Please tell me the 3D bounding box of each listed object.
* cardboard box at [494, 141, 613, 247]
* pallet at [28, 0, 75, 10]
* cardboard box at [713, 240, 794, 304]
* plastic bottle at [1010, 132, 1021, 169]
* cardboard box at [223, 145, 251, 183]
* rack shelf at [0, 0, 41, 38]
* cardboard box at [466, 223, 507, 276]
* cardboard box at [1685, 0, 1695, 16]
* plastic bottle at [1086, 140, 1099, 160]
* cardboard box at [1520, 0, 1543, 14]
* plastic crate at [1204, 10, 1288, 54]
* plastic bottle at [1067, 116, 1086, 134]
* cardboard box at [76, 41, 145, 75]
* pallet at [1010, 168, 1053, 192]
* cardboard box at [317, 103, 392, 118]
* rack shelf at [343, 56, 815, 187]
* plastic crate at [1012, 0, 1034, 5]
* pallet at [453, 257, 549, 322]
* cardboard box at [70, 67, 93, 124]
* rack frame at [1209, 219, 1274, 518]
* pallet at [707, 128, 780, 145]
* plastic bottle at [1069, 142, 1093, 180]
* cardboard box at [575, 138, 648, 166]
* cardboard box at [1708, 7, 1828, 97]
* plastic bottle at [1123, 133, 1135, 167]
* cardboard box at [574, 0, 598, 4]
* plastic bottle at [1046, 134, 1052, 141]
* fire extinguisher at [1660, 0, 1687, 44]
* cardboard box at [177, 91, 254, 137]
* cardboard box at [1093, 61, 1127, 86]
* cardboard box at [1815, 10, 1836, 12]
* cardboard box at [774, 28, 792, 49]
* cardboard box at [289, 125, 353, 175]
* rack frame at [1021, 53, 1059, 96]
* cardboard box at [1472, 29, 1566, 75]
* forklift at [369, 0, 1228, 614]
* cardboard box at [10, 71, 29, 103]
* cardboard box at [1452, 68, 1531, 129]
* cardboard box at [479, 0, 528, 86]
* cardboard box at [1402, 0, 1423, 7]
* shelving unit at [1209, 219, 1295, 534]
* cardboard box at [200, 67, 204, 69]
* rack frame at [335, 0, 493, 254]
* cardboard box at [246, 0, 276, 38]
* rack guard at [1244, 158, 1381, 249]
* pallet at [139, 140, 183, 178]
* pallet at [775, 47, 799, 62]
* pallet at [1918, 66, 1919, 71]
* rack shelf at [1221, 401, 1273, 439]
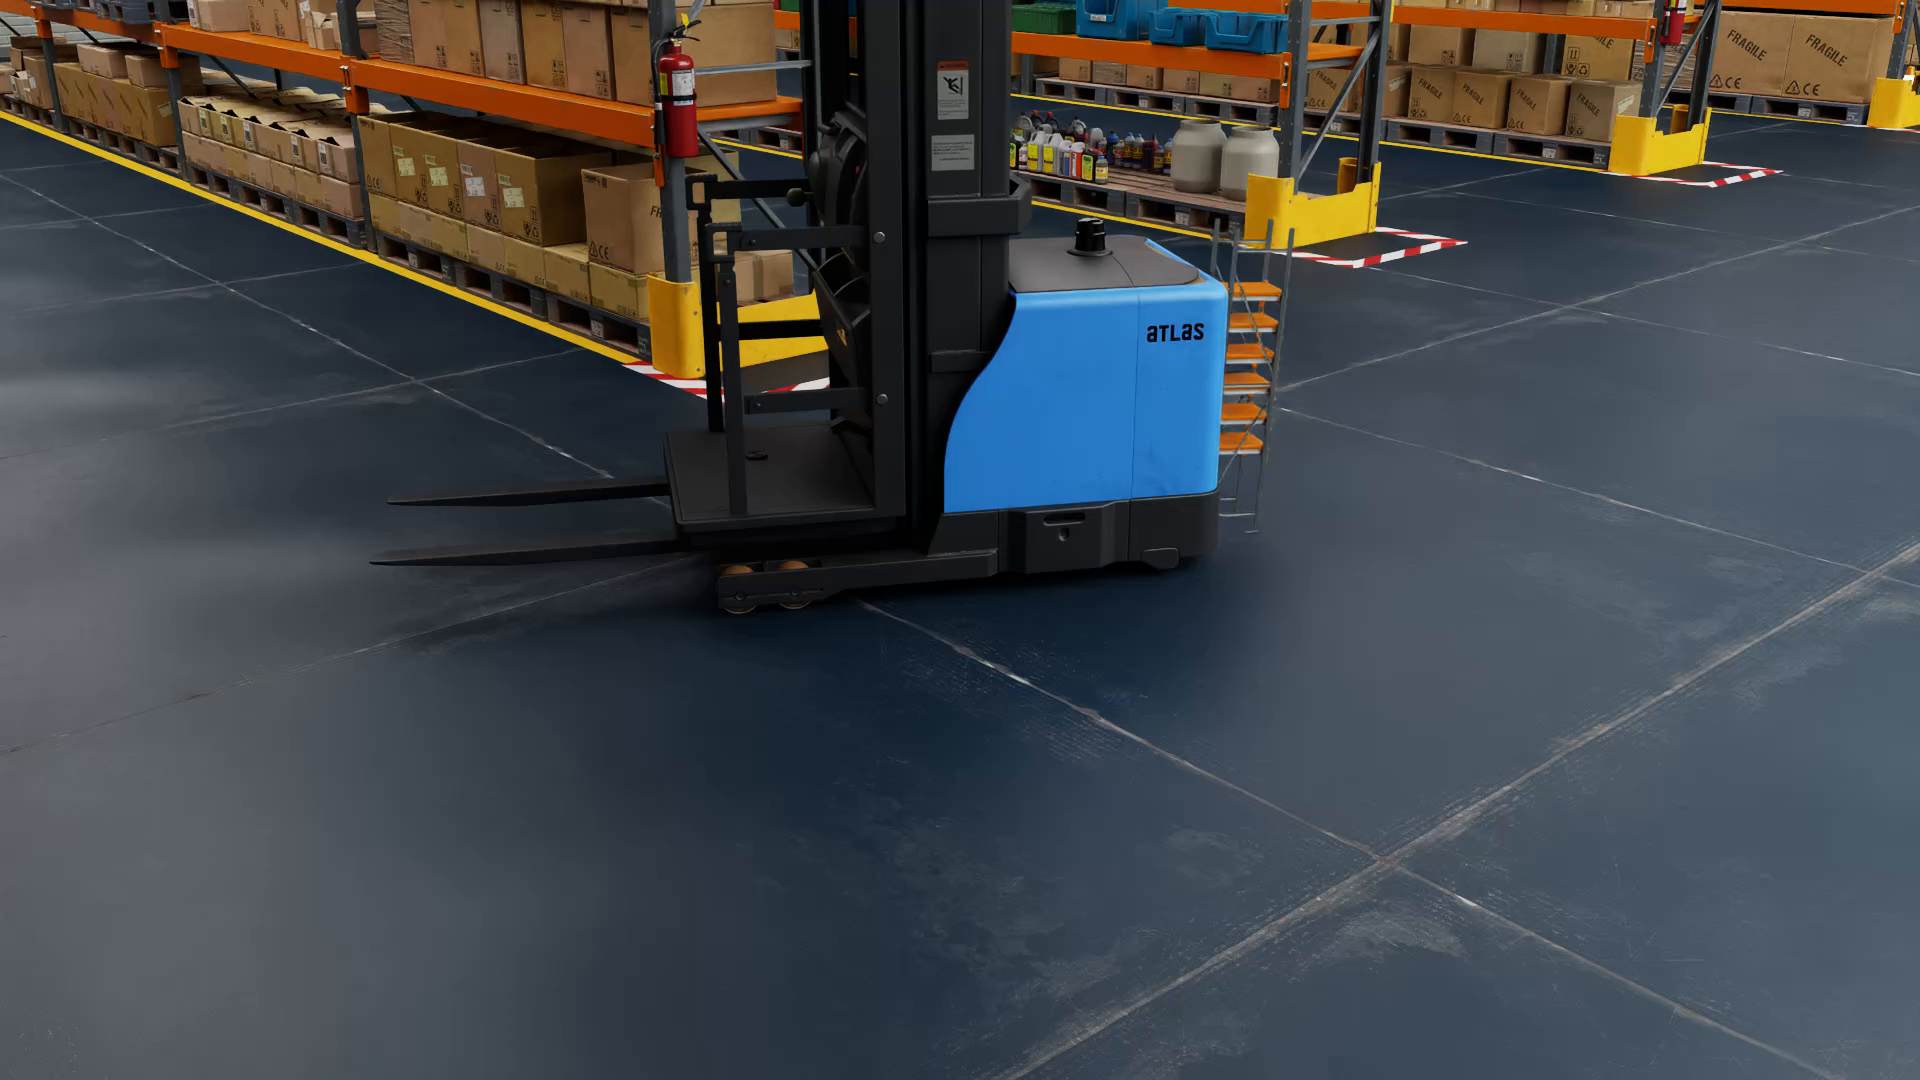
[{"bbox_3d":[-2.355,-2.028,9.716,0.500,0.500,0.500,-17,27,-37],"label":"cardboard box"},{"bbox_3d":[-8.510,-5.393,16.404,1.003,0.211,1.213,-17,27,-37],"label":"pallet"},{"bbox_3d":[-1.298,-1.530,9.472,0.500,0.250,0.500,-17,27,-37],"label":"cardboard box"},{"bbox_3d":[0.440,-3.208,13.682,0.061,0.283,0.133,-16,26,-35],"label":"plastic bottle"},{"bbox_3d":[-5.546,-3.044,13.337,0.500,0.250,0.500,-18,28,-39],"label":"cardboard box"},{"bbox_3d":[-10.255,-5.947,18.541,1.077,0.370,4.000,-17,27,-37],"label":"rack shelf"},{"bbox_3d":[-2.678,-1.818,10.208,0.500,0.250,0.500,-17,27,-37],"label":"cardboard box"},{"bbox_3d":[6.386,-4.790,14.944,0.380,0.149,0.250,-17,27,-37],"label":"cardboard box"},{"bbox_3d":[1.045,-3.037,13.246,0.061,0.283,0.133,-17,27,-37],"label":"plastic bottle"},{"bbox_3d":[5.401,-4.961,15.383,0.380,0.149,0.250,-17,27,-37],"label":"cardboard box"},{"bbox_3d":[2.086,-3.590,11.740,0.499,0.251,0.616,-17,27,-37],"label":"plastic crate"},{"bbox_3d":[1.003,-3.417,14.124,0.144,0.351,0.185,-18,27,-38],"label":"plastic bottle"},{"bbox_3d":[-8.165,-4.651,16.043,0.500,0.250,0.500,-17,27,-37],"label":"cardboard box"},{"bbox_3d":[0.435,-3.203,14.373,1.003,0.211,1.213,-17,27,-37],"label":"pallet"},{"bbox_3d":[-4.813,-3.293,13.205,0.500,0.311,0.500,-17,27,-36],"label":"cardboard box"},{"bbox_3d":[-2.422,-2.631,10.076,1.077,0.370,4.000,-17,27,-37],"label":"rack shelf"},{"bbox_3d":[0.273,-4.493,13.928,0.767,0.338,0.504,-17,27,-37],"label":"plastic crate"},{"bbox_3d":[-2.439,-1.654,10.417,1.003,0.211,1.213,-17,27,-37],"label":"pallet"},{"bbox_3d":[-8.461,-4.434,16.516,0.500,0.500,0.500,-17,27,-37],"label":"cardboard box"},{"bbox_3d":[1.040,-0.649,6.476,0.240,1.200,0.006,-3,21,-15],"label":"rack frame"},{"bbox_3d":[-2.107,-4.281,17.124,1.003,0.211,1.213,-17,27,-37],"label":"pallet"},{"bbox_3d":[0.964,-3.008,13.182,0.152,0.276,0.135,-17,27,-37],"label":"plastic bottle"},{"bbox_3d":[-1.962,-2.152,10.032,0.500,0.500,0.500,-17,27,-37],"label":"cardboard box"},{"bbox_3d":[9.146,-5.544,18.864,0.875,0.875,0.875,-18,28,-38],"label":"cardboard box"},{"bbox_3d":[1.402,-3.224,13.740,0.097,0.271,0.097,0,21,0],"label":"plastic bottle"},{"bbox_3d":[-1.849,-2.965,8.915,0.380,0.149,0.250,-18,28,-38],"label":"cardboard box"},{"bbox_3d":[0.737,-3.185,13.633,0.152,0.276,0.135,-17,27,-37],"label":"plastic bottle"},{"bbox_3d":[6.117,-4.594,14.206,0.296,0.674,0.183,-17,27,-37],"label":"fire extinguisher"},{"bbox_3d":[-6.219,-3.586,13.952,0.500,0.311,0.500,-16,27,-36],"label":"cardboard box"},{"bbox_3d":[1.993,-5.692,19.727,0.500,0.500,0.700,20,29,41],"label":"cardboard box"},{"bbox_3d":[11.827,-7.127,22.734,0.500,0.500,0.500,-16,27,-35],"label":"cardboard box"},{"bbox_3d":[-2.400,-7.743,24.477,0.875,0.875,0.875,-17,27,-37],"label":"cardboard box"},{"bbox_3d":[-4.553,-2.881,12.153,0.500,0.311,0.500,-17,27,-36],"label":"cardboard box"},{"bbox_3d":[1.169,-6.981,20.195,1.000,3.000,0.127,-17,27,-37],"label":"rack frame"},{"bbox_3d":[7.130,-6.327,21.034,1.050,0.750,0.750,-18,27,-38],"label":"cardboard box"},{"bbox_3d":[-0.608,-1.316,5.826,3.031,2.935,1.130,-5,22,-11],"label":"forklift"},{"bbox_3d":[-10.025,-4.979,18.167,0.500,0.311,0.500,-17,27,-37],"label":"cardboard box"},{"bbox_3d":[5.186,-4.314,16.236,0.500,0.500,0.500,-14,26,-33],"label":"cardboard box"},{"bbox_3d":[-2.424,-3.019,9.943,0.700,0.500,0.500,-16,27,-36],"label":"cardboard box"},{"bbox_3d":[4.527,-5.289,16.218,0.380,0.149,0.250,-17,27,-37],"label":"cardboard box"},{"bbox_3d":[1.064,-0.616,6.394,0.258,1.200,0.189,-3,21,-15],"label":"shelving unit"},{"bbox_3d":[-7.767,-4.425,16.493,0.500,0.500,0.500,-17,27,-37],"label":"cardboard box"},{"bbox_3d":[-3.727,-3.519,11.356,1.000,3.000,0.127,-17,27,-37],"label":"rack frame"},{"bbox_3d":[-5.230,-4.211,12.985,0.500,0.500,0.500,-19,29,-40],"label":"cardboard box"},{"bbox_3d":[2.554,-2.438,12.023,1.175,0.500,0.348,-17,27,-37],"label":"rack guard"},{"bbox_3d":[-6.797,-3.541,15.235,1.003,0.211,1.213,-17,27,-37],"label":"pallet"},{"bbox_3d":[-2.679,-7.354,24.971,1.003,0.211,1.213,-17,27,-37],"label":"pallet"},{"bbox_3d":[13.346,-6.086,21.732,1.003,0.211,1.213,-17,27,-37],"label":"pallet"},{"bbox_3d":[1.055,-0.463,6.452,0.258,0.103,0.180,-3,21,-15],"label":"rack shelf"}]
